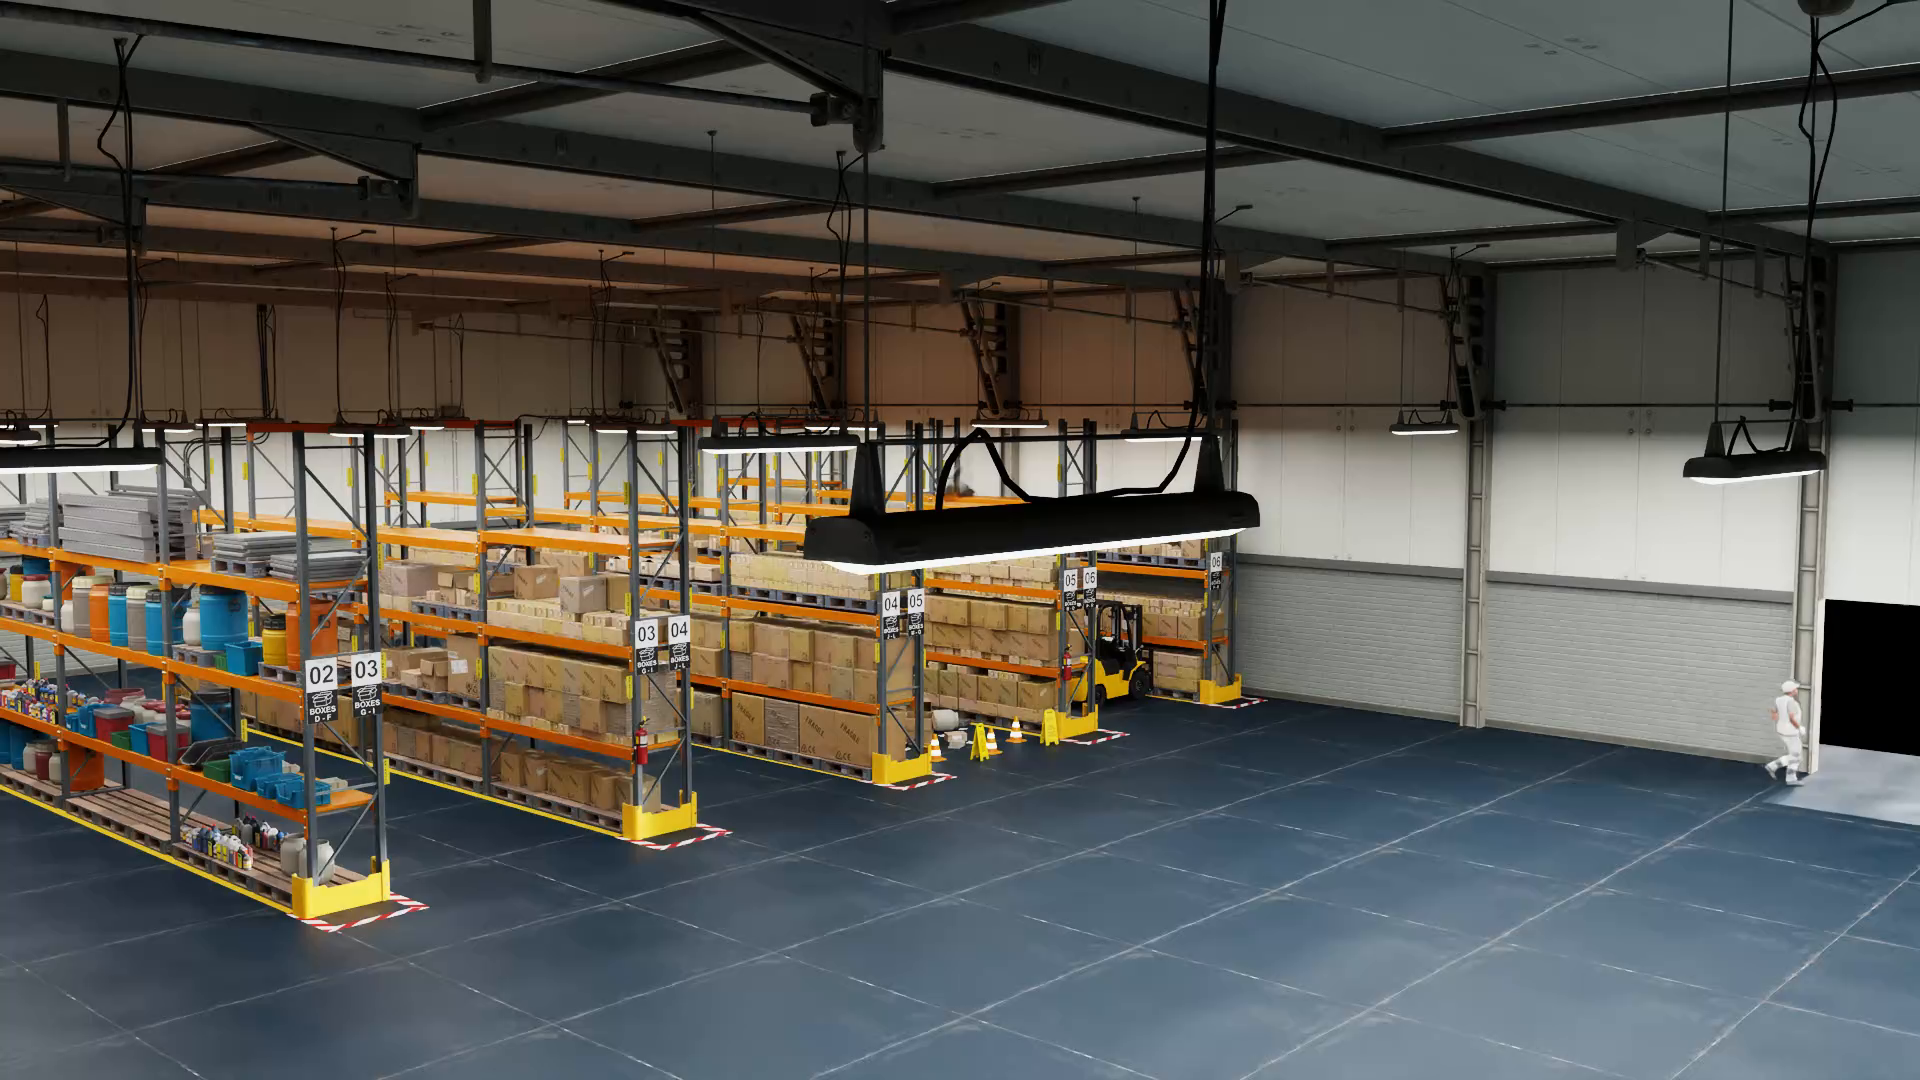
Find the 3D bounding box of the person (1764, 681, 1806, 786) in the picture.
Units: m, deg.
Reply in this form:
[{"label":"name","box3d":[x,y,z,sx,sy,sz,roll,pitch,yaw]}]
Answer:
[{"label":"person","box3d":[13.694,3.209,27.588,0.694,1.755,0.664,0,5,3]}]

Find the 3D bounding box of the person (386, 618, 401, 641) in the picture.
[{"label":"person","box3d":[-13.601,2.210,39.977,0.538,1.728,0.750,-2,5,-20]}]

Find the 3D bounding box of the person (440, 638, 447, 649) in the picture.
[{"label":"person","box3d":[-12.571,2.104,41.029,0.862,1.774,0.686,-4,6,-42]}]
